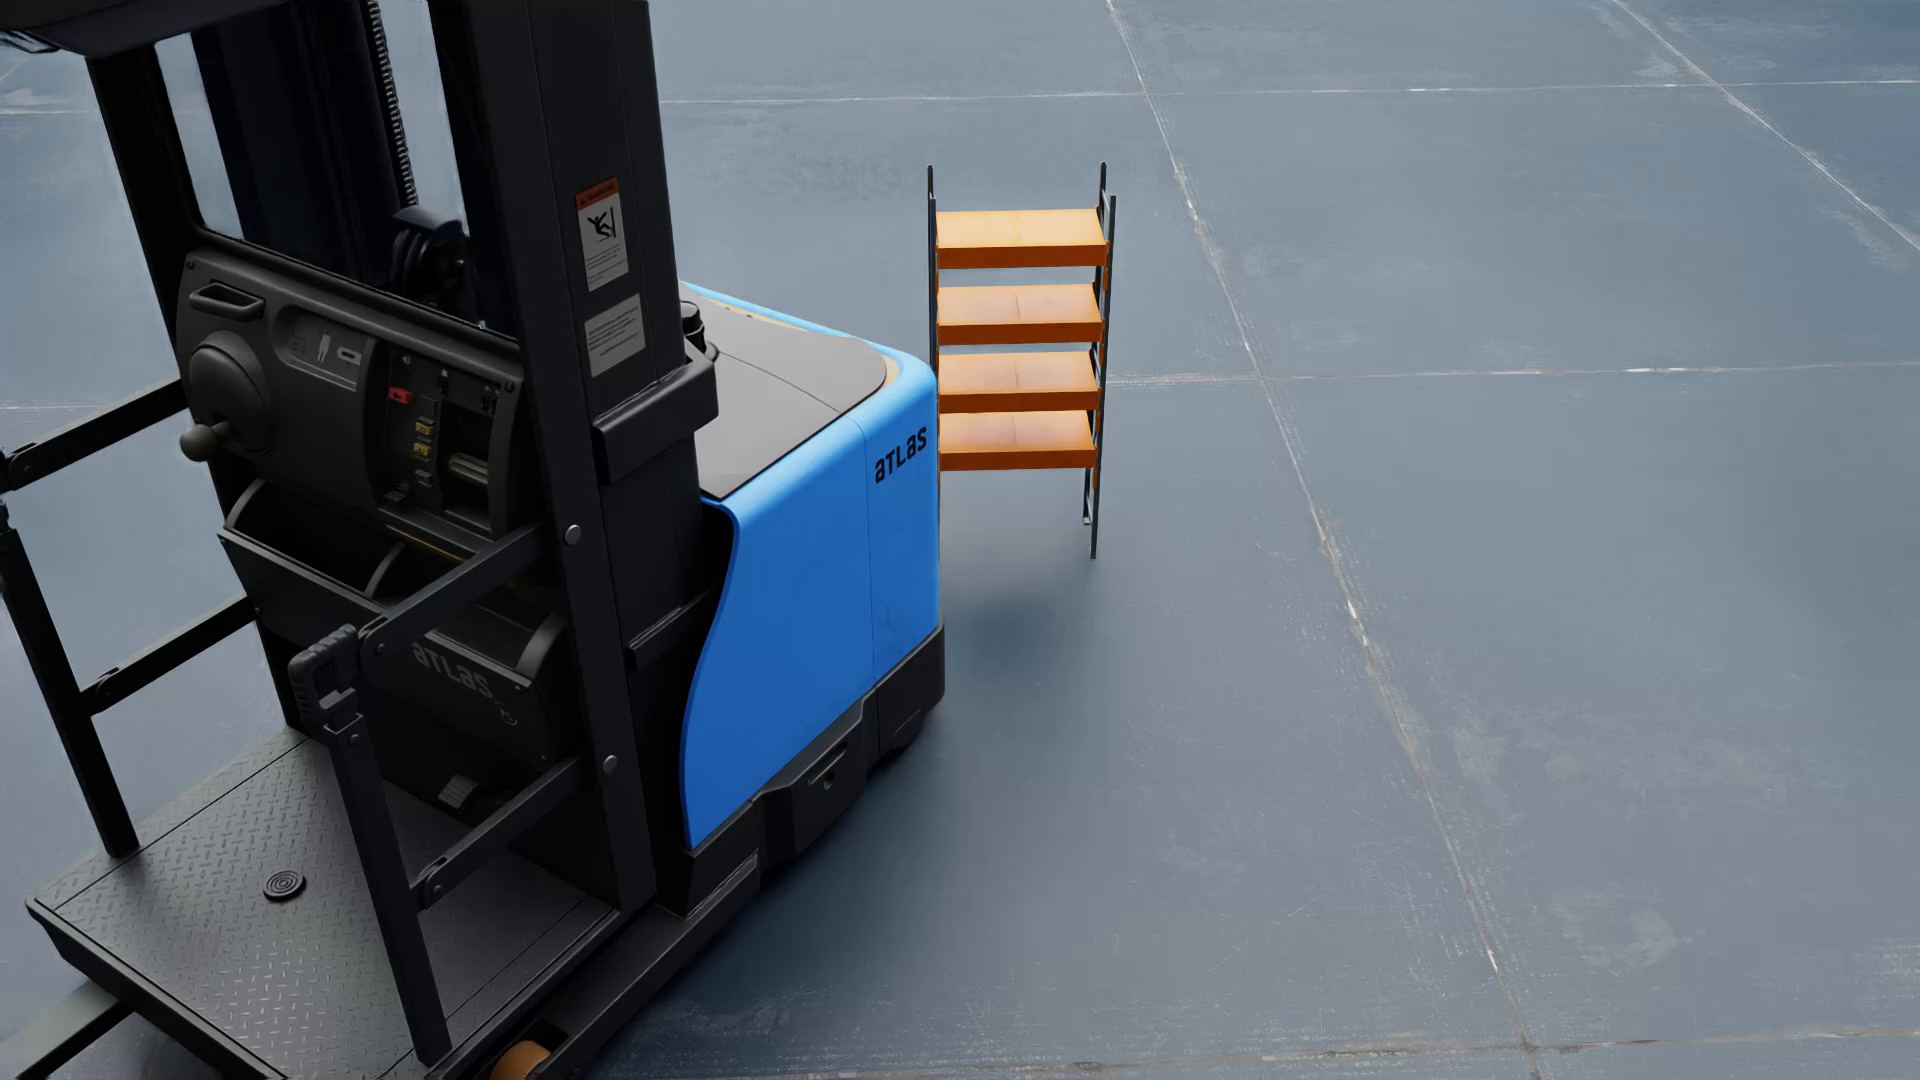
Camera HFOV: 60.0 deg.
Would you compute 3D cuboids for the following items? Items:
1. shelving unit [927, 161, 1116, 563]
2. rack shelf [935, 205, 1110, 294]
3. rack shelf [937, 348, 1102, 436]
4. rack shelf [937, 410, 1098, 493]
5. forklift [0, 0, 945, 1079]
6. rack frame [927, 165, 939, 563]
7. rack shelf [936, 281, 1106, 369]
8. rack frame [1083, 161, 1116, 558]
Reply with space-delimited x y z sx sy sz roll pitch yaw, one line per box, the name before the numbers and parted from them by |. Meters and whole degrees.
shelving unit | 0.165 -0.498 4.915 0.503 1.200 0.258 -2 35 -2
rack shelf | 0.165 -0.821 4.691 0.480 0.148 0.258 -2 35 -2
rack shelf | 0.165 -0.443 4.953 0.480 0.148 0.258 -2 35 -2
rack shelf | 0.165 -0.279 5.066 0.480 0.148 0.258 -2 35 -2
forklift | -1.273 -0.203 2.968 1.130 2.935 3.031 21 40 27
rack frame | -0.078 -0.491 4.905 0.015 1.200 0.240 -2 35 -2
rack shelf | 0.165 -0.626 4.826 0.480 0.148 0.258 -2 35 -2
rack frame | 0.409 -0.504 4.924 0.015 1.200 0.240 -2 35 -2
